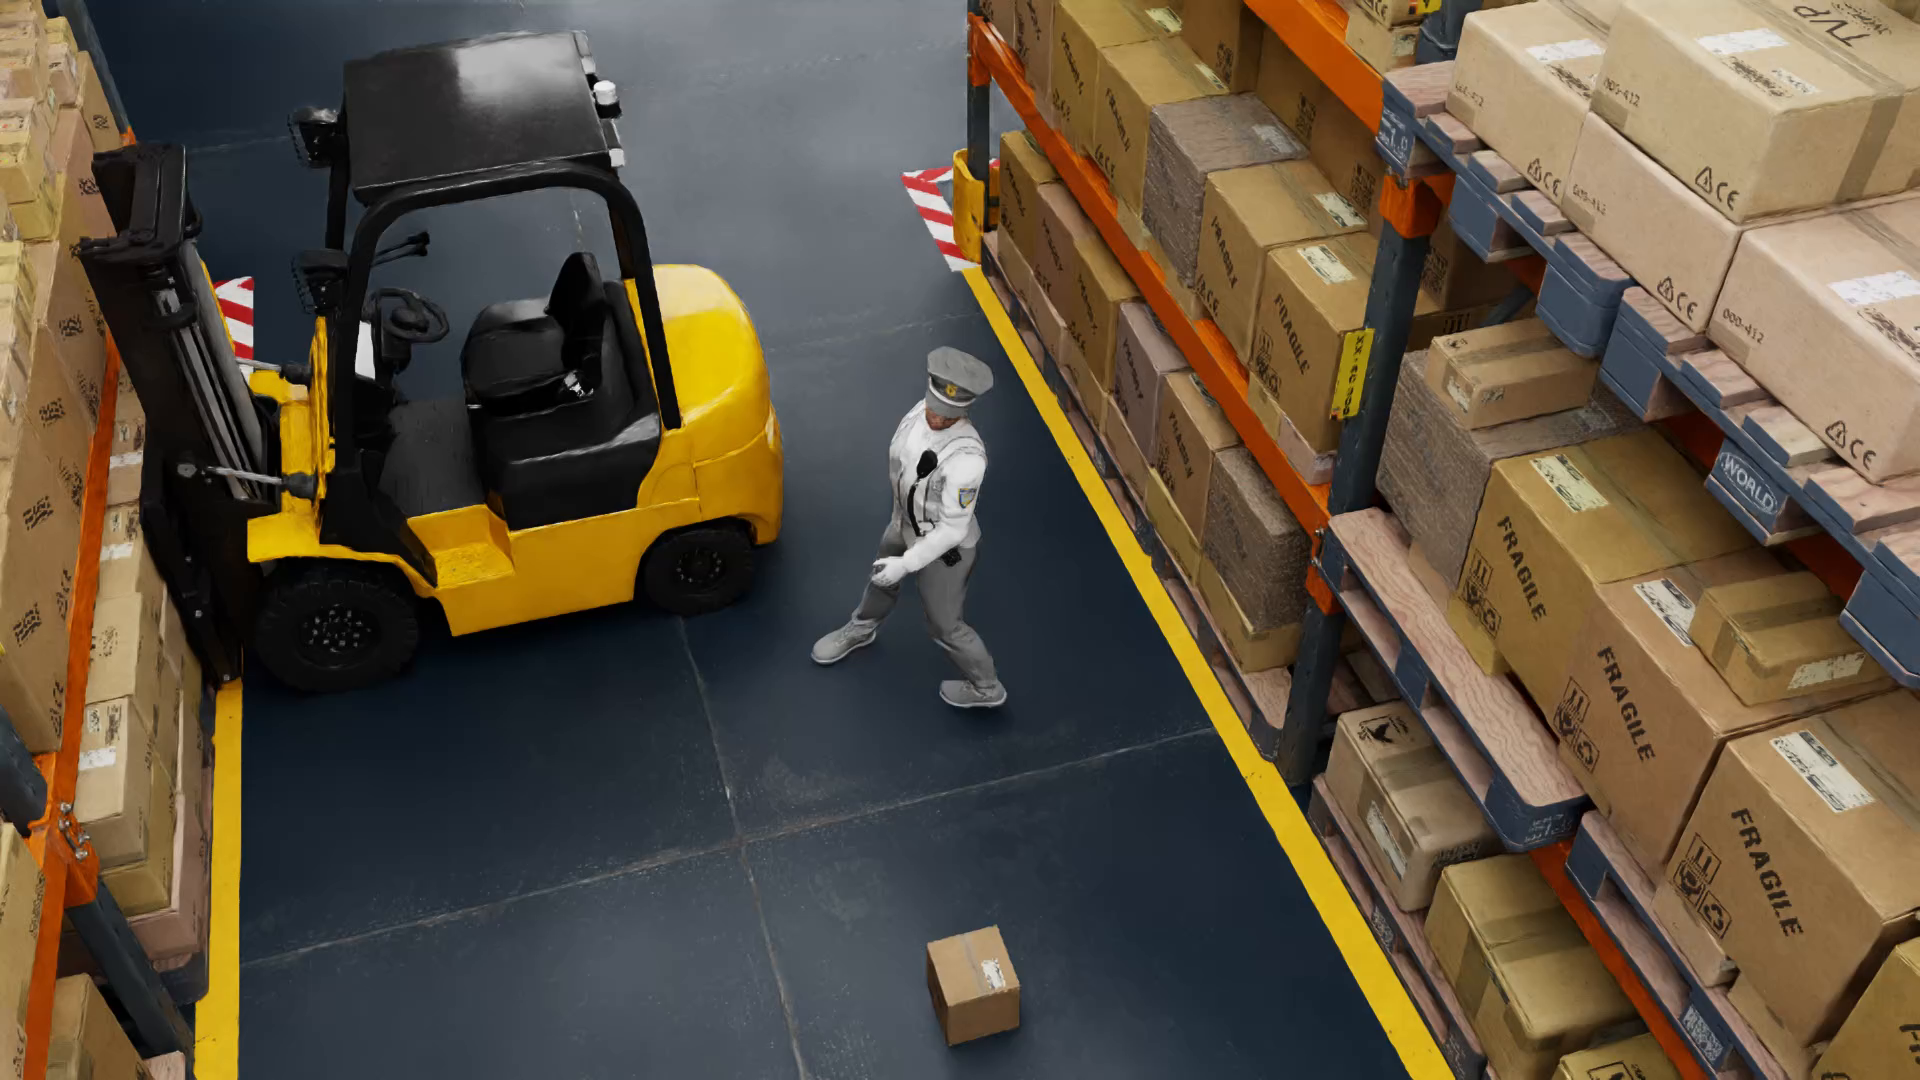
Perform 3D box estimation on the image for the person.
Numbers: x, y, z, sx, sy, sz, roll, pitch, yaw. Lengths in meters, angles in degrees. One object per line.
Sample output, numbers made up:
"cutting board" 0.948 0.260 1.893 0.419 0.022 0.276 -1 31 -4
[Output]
"person" -0.208 -0.026 6.201 0.646 1.664 0.663 -16 45 -17
